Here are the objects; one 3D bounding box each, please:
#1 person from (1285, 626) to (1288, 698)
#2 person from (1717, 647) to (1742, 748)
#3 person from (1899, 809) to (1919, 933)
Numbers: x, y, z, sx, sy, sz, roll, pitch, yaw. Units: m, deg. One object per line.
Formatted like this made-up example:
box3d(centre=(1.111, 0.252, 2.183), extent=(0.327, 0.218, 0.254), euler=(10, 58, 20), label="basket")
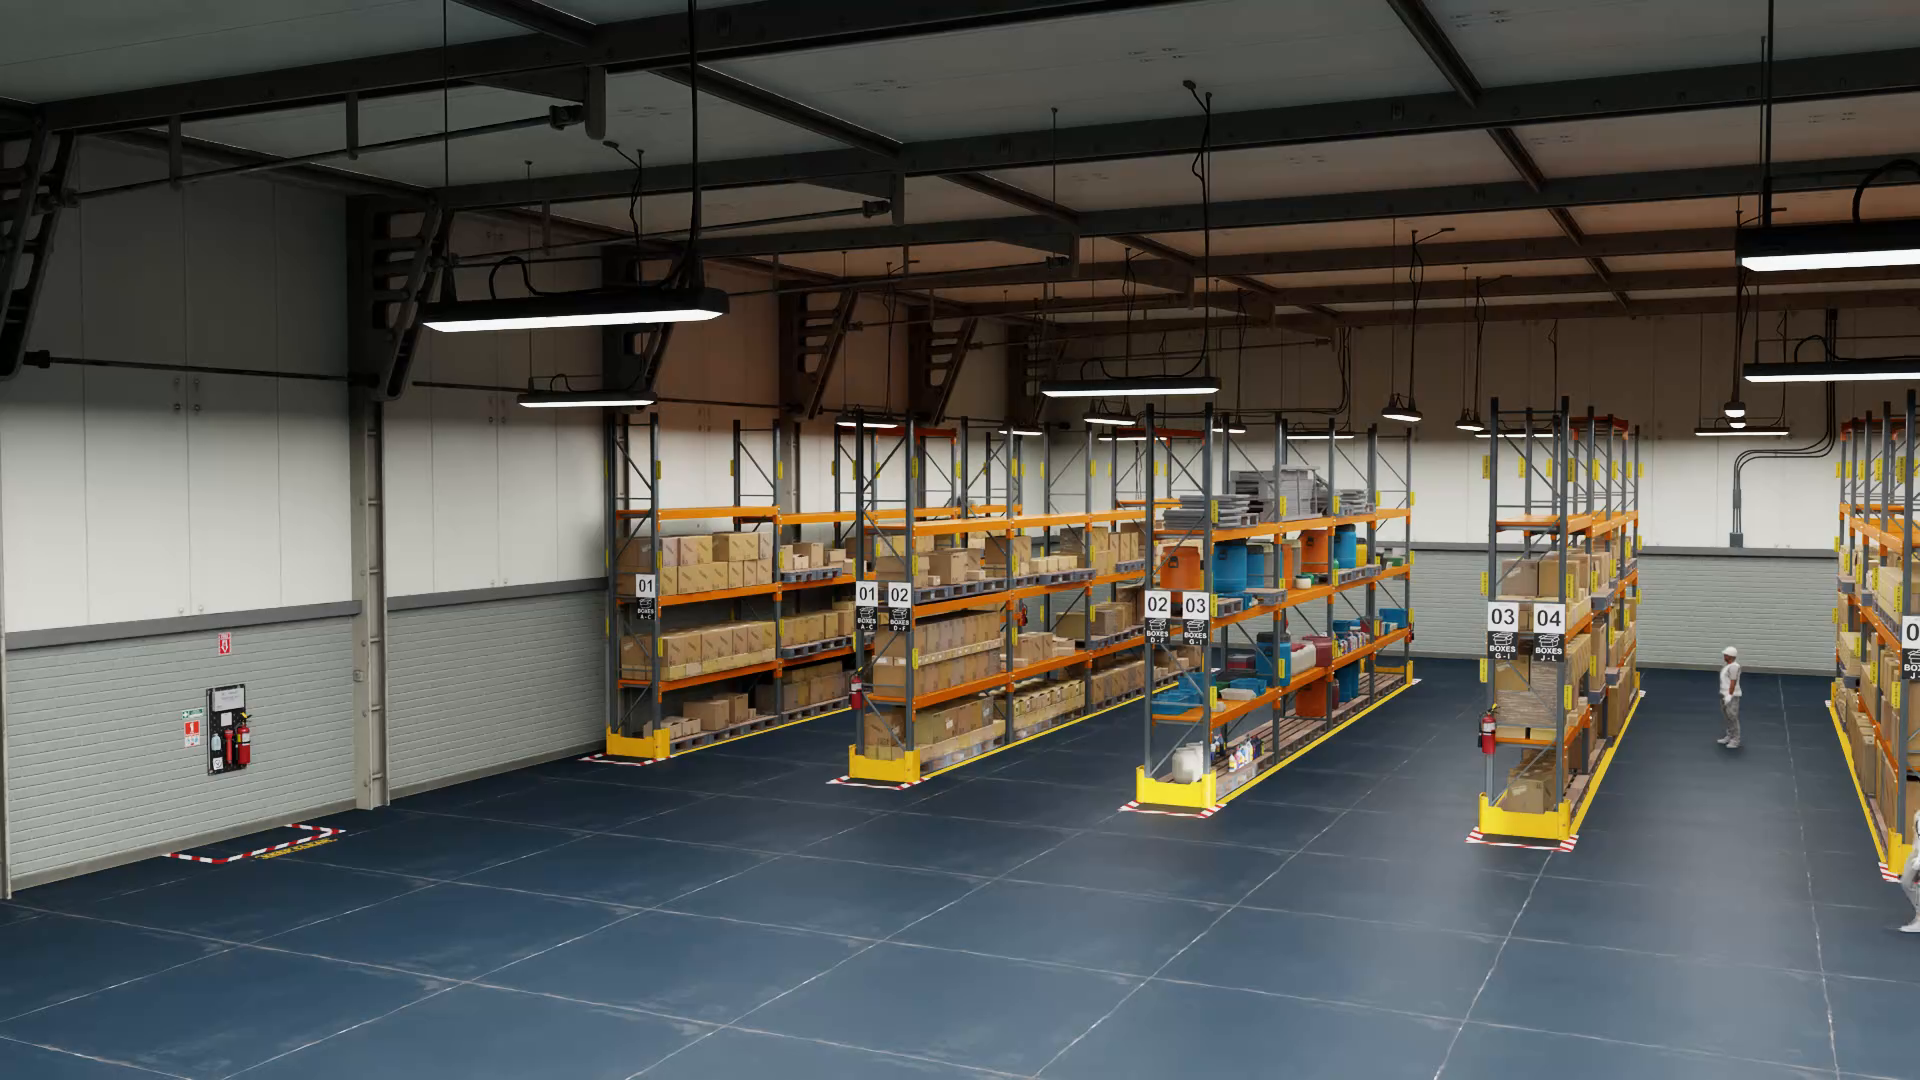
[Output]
box3d(centre=(6.929, 2.619, 36.321), extent=(0.564, 1.743, 0.527), euler=(0, 2, -4), label="person")
box3d(centre=(13.993, 2.848, 30.217), extent=(0.397, 1.819, 0.575), euler=(0, 2, 1), label="person")
box3d(centre=(10.436, 3.420, 18.006), extent=(0.464, 1.709, 0.508), euler=(0, 2, 2), label="person")
